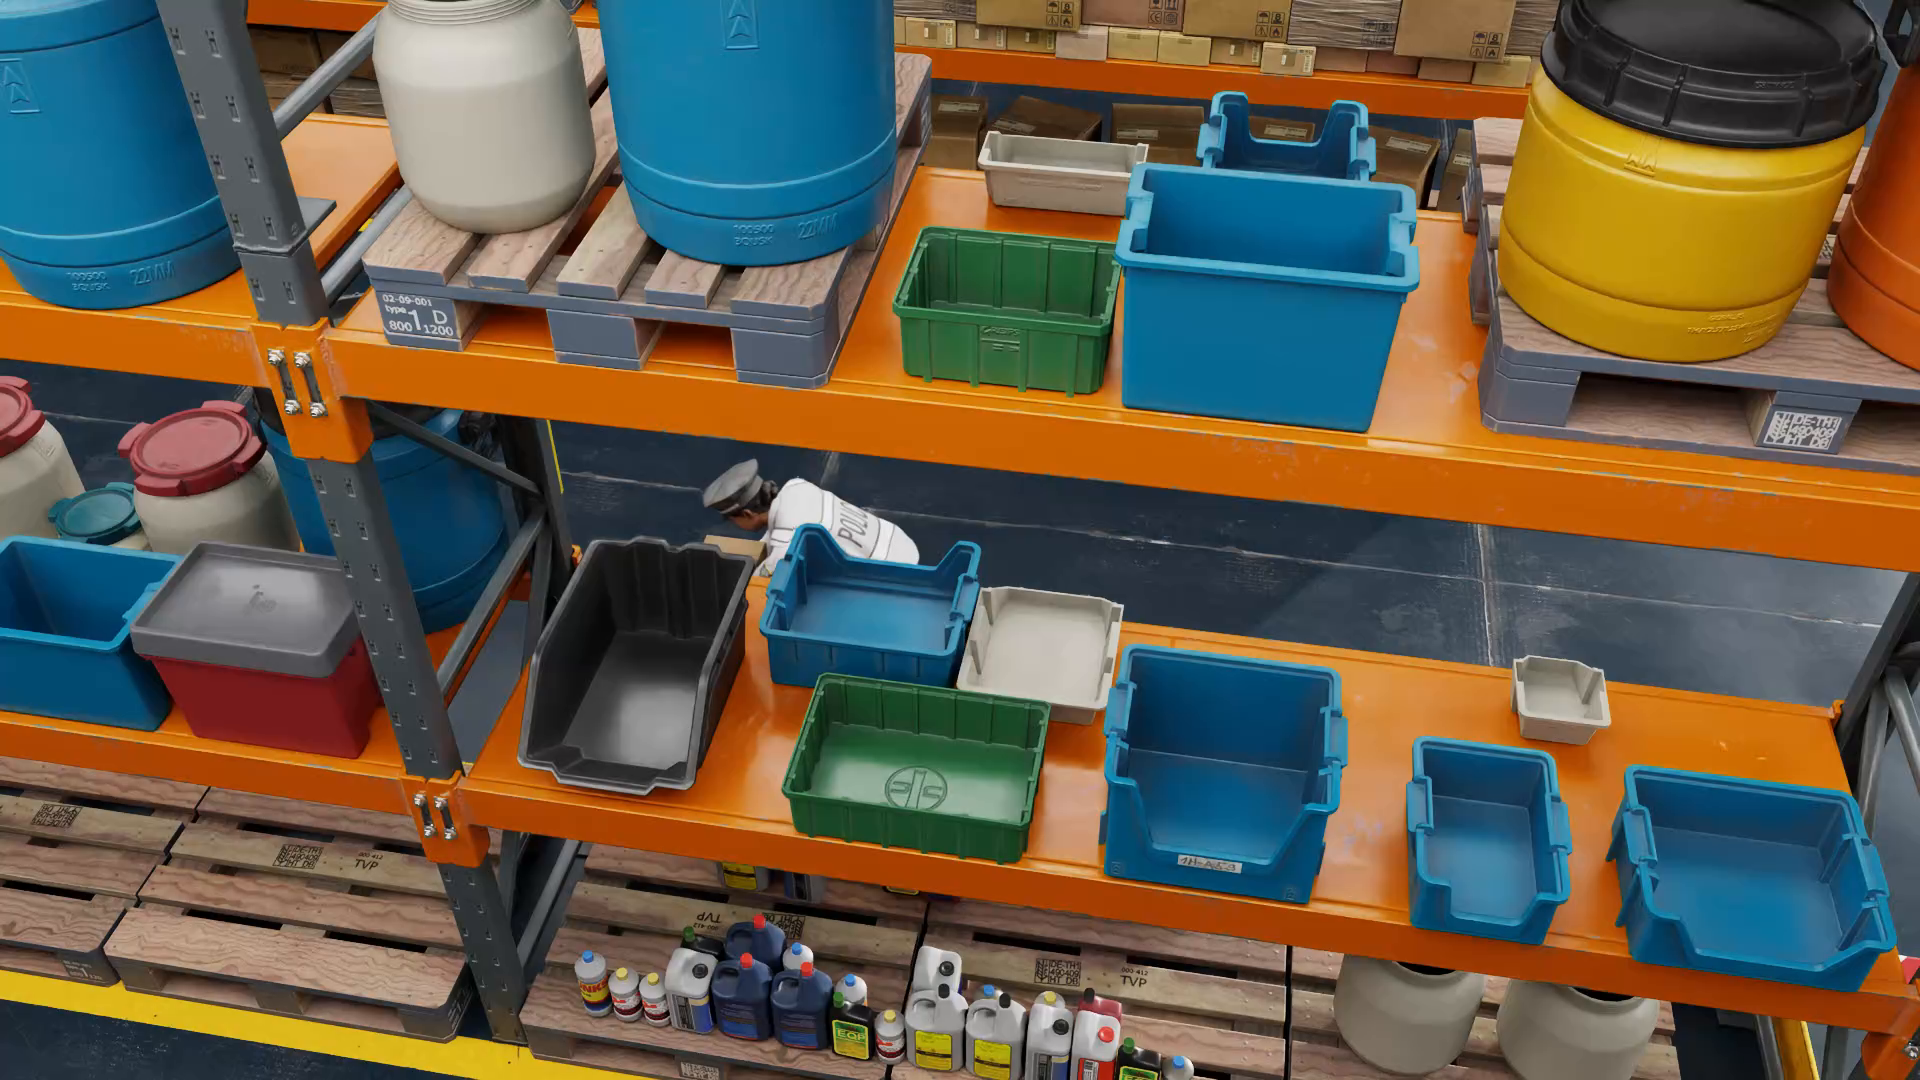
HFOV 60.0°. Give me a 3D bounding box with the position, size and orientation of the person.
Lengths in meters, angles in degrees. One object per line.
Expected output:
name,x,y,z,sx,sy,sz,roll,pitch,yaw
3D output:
person,-0.585,0.101,6.581,0.826,0.967,0.495,7,41,8
